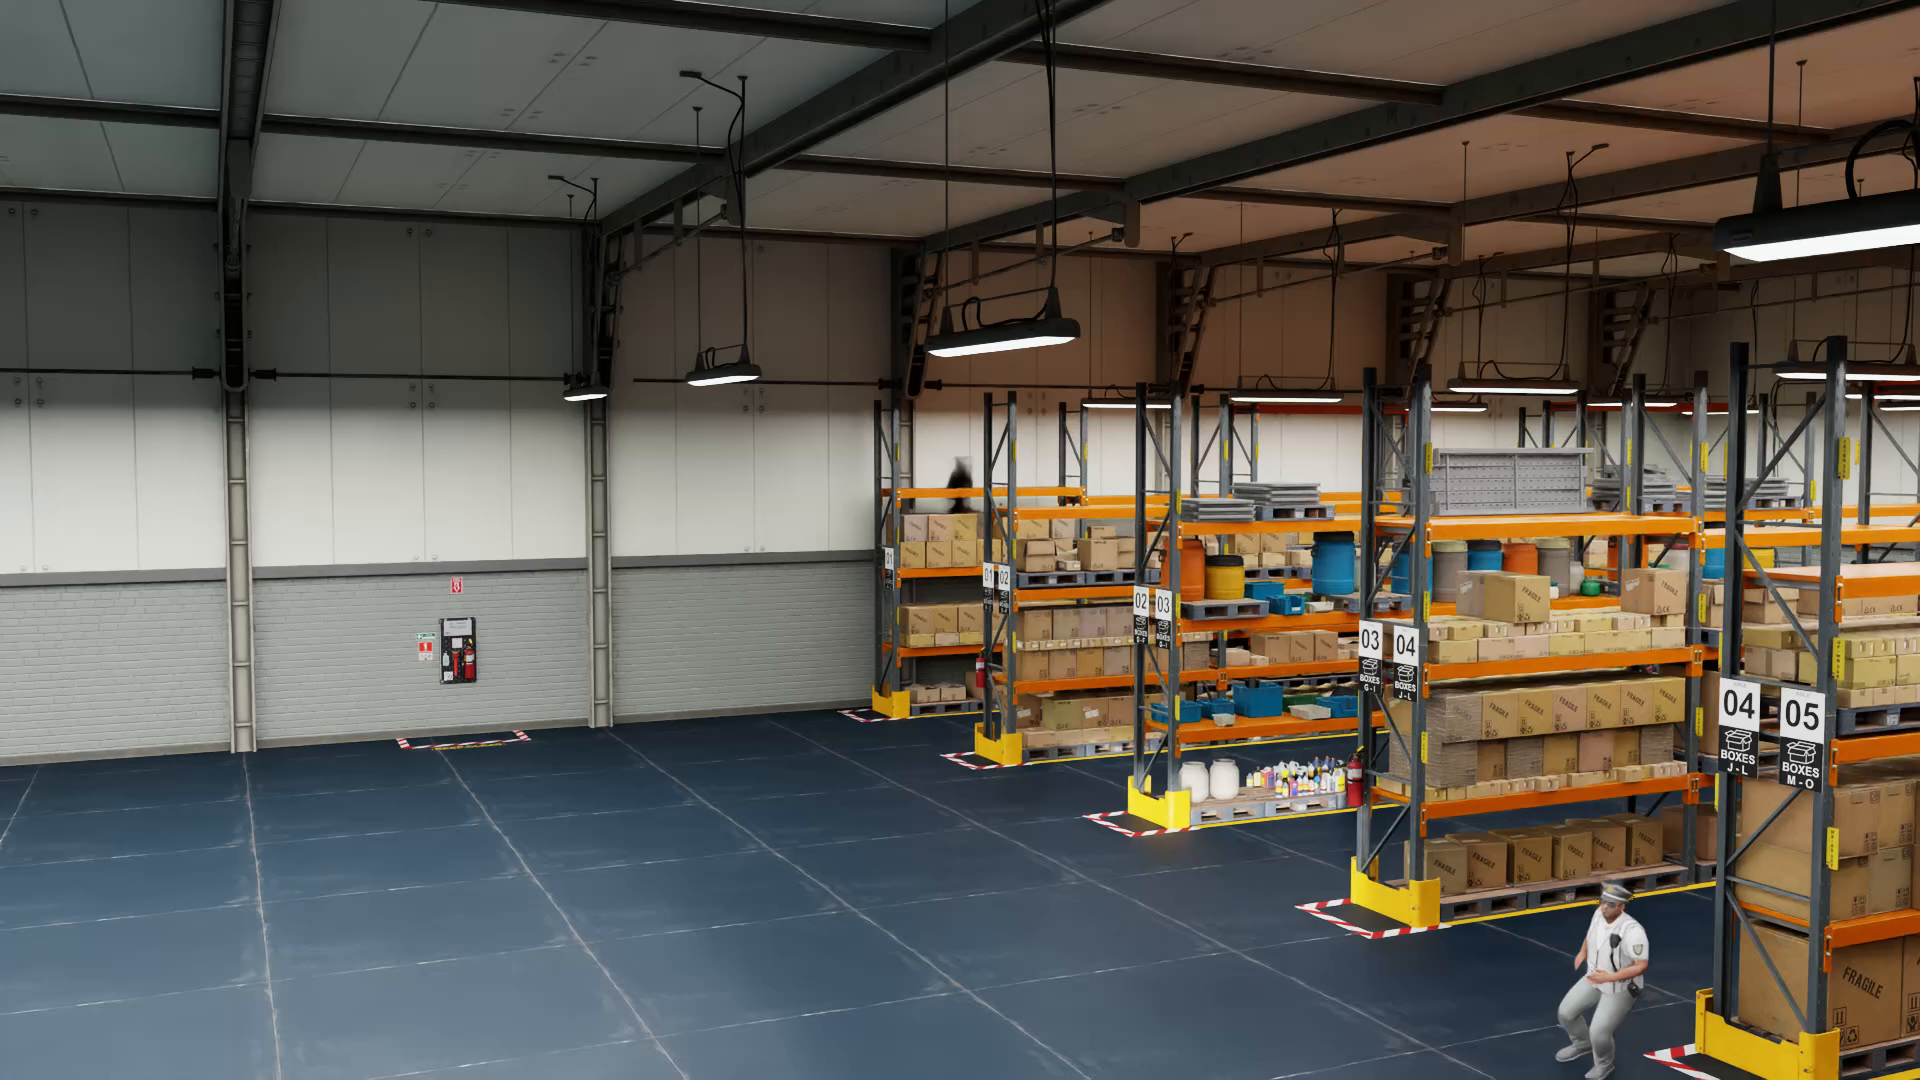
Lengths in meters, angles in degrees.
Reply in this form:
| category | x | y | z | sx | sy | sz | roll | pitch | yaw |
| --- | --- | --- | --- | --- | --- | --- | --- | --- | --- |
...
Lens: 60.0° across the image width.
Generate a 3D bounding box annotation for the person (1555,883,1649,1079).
| category | x | y | z | sx | sy | sz | roll | pitch | yaw |
| --- | --- | --- | --- | --- | --- | --- | --- | --- | --- |
| person | 5.149 | 3.578 | 13.407 | 0.642 | 1.688 | 0.866 | -2 | 4 | -30 |
